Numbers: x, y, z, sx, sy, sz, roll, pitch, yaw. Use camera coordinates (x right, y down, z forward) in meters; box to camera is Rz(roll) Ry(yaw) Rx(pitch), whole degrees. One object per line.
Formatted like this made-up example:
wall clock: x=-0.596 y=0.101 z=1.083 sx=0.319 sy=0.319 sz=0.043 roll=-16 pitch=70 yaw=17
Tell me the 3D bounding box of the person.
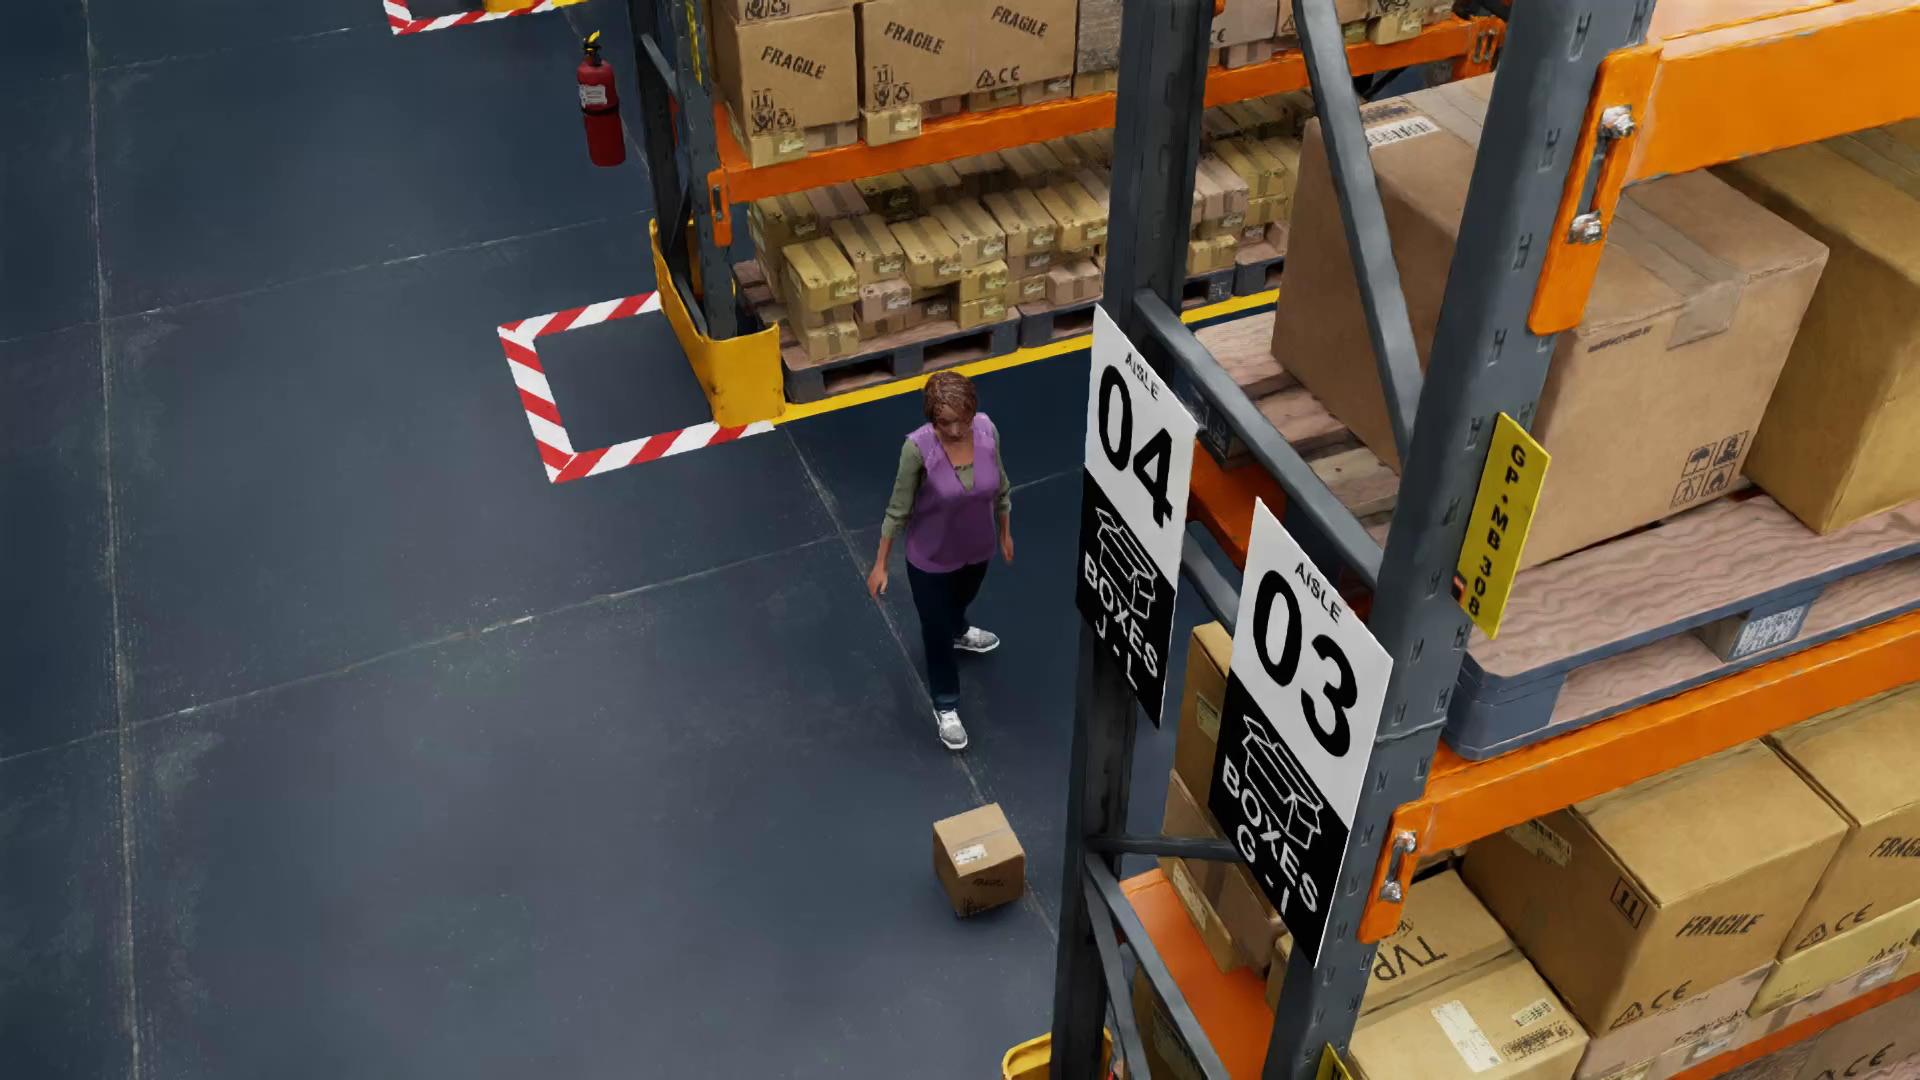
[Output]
person: x=-0.050 y=0.033 z=6.116 sx=0.634 sy=1.583 sz=0.584 roll=-22 pitch=47 yaw=-22
